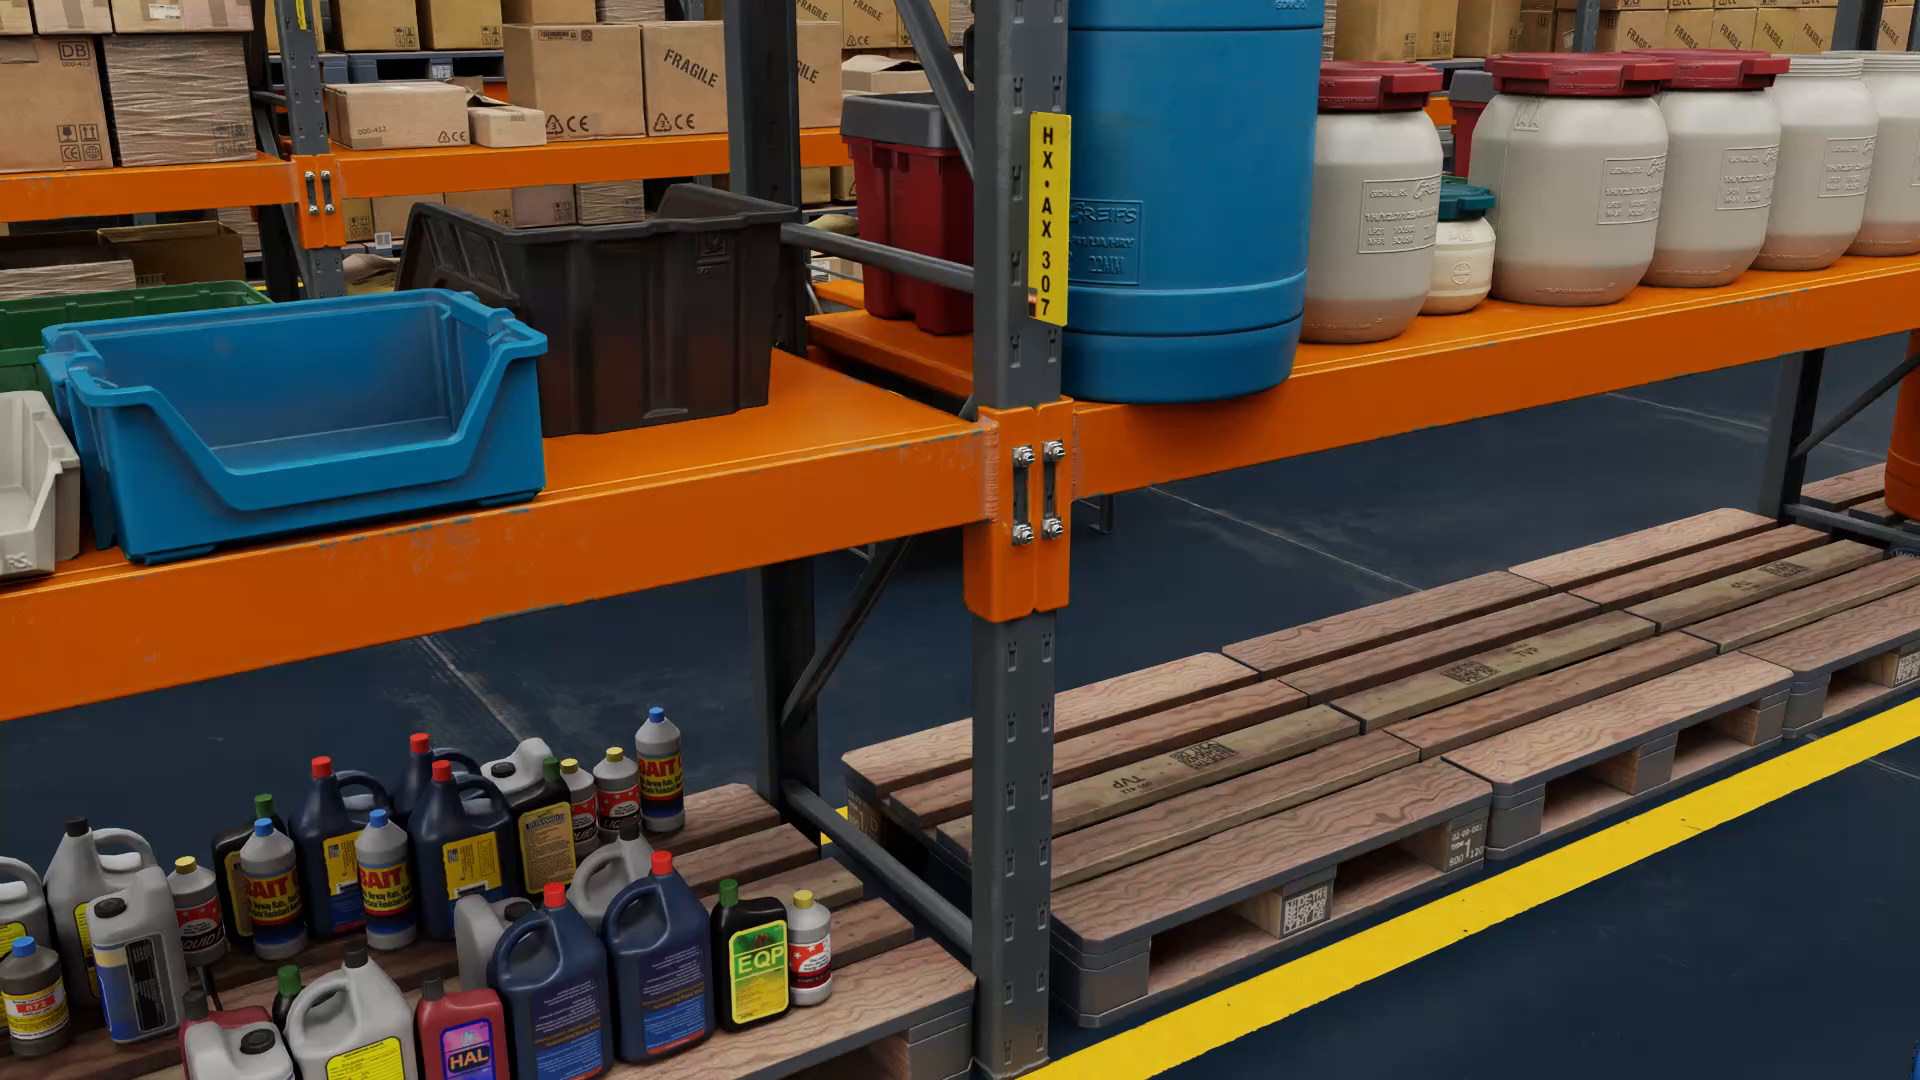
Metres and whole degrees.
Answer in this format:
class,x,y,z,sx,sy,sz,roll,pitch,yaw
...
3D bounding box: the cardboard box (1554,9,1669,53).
class,x,y,z,sx,sy,sz,roll,pitch,yaw
cardboard box,4.383,-3.323,11.235,0.500,0.500,0.500,-11,22,-30

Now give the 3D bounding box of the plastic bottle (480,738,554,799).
class,x,y,z,sx,sy,sz,roll,pitch,yaw
plastic bottle,-0.915,0.561,3.468,0.135,0.276,0.152,-11,22,-29

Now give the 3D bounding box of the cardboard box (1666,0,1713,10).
class,x,y,z,sx,sy,sz,roll,pitch,yaw
cardboard box,4.786,-3.879,11.317,0.500,0.500,0.500,-13,22,-33

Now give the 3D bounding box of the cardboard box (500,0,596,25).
class,x,y,z,sx,sy,sz,roll,pitch,yaw
cardboard box,-3.100,-3.943,12.382,0.500,0.500,0.700,-14,23,-36

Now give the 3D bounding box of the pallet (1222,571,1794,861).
class,x,y,z,sx,sy,sz,roll,pitch,yaw
pallet,1.501,0.432,4.638,1.213,0.211,1.003,-12,22,-31

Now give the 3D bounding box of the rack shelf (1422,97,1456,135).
class,x,y,z,sx,sy,sz,roll,pitch,yaw
rack shelf,2.137,-2.566,10.274,4.000,0.370,1.077,-12,22,-31

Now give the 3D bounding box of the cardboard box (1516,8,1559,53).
class,x,y,z,sx,sy,sz,roll,pitch,yaw
cardboard box,4.083,-3.463,11.648,0.500,0.500,0.500,-11,22,-31

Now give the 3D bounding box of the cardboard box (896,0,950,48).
class,x,y,z,sx,sy,sz,roll,pitch,yaw
cardboard box,-0.427,-4.364,13.819,0.500,0.500,0.500,-11,22,-30

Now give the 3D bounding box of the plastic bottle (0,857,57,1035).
class,x,y,z,sx,sy,sz,roll,pitch,yaw
plastic bottle,-1.724,0.694,2.957,0.185,0.351,0.144,-11,22,-29

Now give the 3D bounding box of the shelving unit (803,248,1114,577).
class,x,y,z,sx,sy,sz,roll,pitch,yaw
shelving unit,0.006,-0.534,6.068,1.048,1.125,0.538,-12,22,-31

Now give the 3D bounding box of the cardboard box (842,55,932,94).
class,x,y,z,sx,sy,sz,roll,pitch,yaw
cardboard box,-0.387,-2.406,8.818,0.500,0.311,0.500,-12,22,-32

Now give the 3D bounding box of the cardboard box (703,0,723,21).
class,x,y,z,sx,sy,sz,roll,pitch,yaw
cardboard box,-1.715,-4.094,13.018,0.500,0.500,0.500,-11,22,-30

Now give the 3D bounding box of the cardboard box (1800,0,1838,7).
class,x,y,z,sx,sy,sz,roll,pitch,yaw
cardboard box,6.075,-4.151,12.122,0.500,0.500,0.500,-11,22,-30

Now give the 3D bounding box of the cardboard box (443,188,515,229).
class,x,y,z,sx,sy,sz,roll,pitch,yaw
cardboard box,-3.727,-2.607,12.490,0.500,0.500,0.700,-12,22,-32

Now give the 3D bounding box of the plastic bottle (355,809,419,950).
class,x,y,z,sx,sy,sz,roll,pitch,yaw
plastic bottle,-1.110,0.649,3.215,0.097,0.271,0.097,0,19,0

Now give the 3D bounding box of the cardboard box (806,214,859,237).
class,x,y,z,sx,sy,sz,roll,pitch,yaw
cardboard box,-0.567,-1.608,9.079,0.500,0.311,0.500,-13,22,-33

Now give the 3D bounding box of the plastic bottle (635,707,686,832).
class,x,y,z,sx,sy,sz,roll,pitch,yaw
plastic bottle,-0.660,0.499,3.659,0.097,0.271,0.097,0,19,0

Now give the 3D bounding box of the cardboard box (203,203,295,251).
class,x,y,z,sx,sy,sz,roll,pitch,yaw
cardboard box,-4.996,-2.333,11.677,0.500,0.500,0.700,-11,22,-30

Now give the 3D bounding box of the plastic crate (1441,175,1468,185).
class,x,y,z,sx,sy,sz,roll,pitch,yaw
plastic crate,1.146,-0.806,4.276,0.662,0.188,0.450,-12,22,-31

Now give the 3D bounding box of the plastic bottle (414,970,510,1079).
class,x,y,z,sx,sy,sz,roll,pitch,yaw
plastic bottle,-0.806,0.818,2.695,0.133,0.283,0.061,-10,21,-28

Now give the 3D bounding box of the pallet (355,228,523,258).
class,x,y,z,sx,sy,sz,roll,pitch,yaw
pallet,-3.933,-2.207,12.443,1.213,0.211,1.003,-12,22,-31

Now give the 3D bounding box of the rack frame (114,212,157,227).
class,x,y,z,sx,sy,sz,roll,pitch,yaw
rack frame,-5.602,-3.174,10.950,0.127,3.000,1.000,-12,22,-31

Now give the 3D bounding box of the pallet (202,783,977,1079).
class,x,y,z,sx,sy,sz,roll,pitch,yaw
pallet,-0.737,0.904,3.242,1.213,0.211,1.003,-12,22,-31

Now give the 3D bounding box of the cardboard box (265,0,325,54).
class,x,y,z,sx,sy,sz,roll,pitch,yaw
cardboard box,-4.687,-3.607,11.387,0.500,0.500,0.700,-9,21,-26

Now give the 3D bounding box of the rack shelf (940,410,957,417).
class,x,y,z,sx,sy,sz,roll,pitch,yaw
rack shelf,0.006,-0.302,6.146,1.000,0.278,0.538,-12,22,-31

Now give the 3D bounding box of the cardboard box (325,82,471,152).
class,x,y,z,sx,sy,sz,roll,pitch,yaw
cardboard box,-2.487,-1.877,7.348,0.500,0.250,0.500,-10,21,-28

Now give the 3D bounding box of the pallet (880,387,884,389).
class,x,y,z,sx,sy,sz,roll,pitch,yaw
pallet,-0.243,-1.099,9.165,1.213,0.211,1.003,-12,22,-31

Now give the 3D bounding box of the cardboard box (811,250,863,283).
class,x,y,z,sx,sy,sz,roll,pitch,yaw
cardboard box,-0.689,-1.377,8.396,0.500,0.311,0.500,-12,22,-32

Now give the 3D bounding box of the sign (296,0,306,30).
class,x,y,z,sx,sy,sz,roll,pitch,yaw
sign,-2.568,-2.149,6.443,0.005,0.325,0.100,-12,22,-31

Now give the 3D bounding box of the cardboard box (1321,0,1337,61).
class,x,y,z,sx,sy,sz,roll,pitch,yaw
cardboard box,1.799,-3.052,9.776,0.500,0.500,0.700,-8,20,-21

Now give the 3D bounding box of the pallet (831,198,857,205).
class,x,y,z,sx,sy,sz,roll,pitch,yaw
pallet,-0.543,-2.890,14.464,1.213,0.211,1.003,-12,22,-31

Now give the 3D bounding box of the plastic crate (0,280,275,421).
class,x,y,z,sx,sy,sz,roll,pitch,yaw
plastic crate,-1.442,-0.260,2.662,0.662,0.188,0.450,-12,22,-31

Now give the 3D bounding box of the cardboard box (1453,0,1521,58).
class,x,y,z,sx,sy,sz,roll,pitch,yaw
cardboard box,3.288,-3.482,11.048,0.700,0.500,0.500,14,23,35

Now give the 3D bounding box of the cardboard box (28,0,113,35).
class,x,y,z,sx,sy,sz,roll,pitch,yaw
cardboard box,-3.409,-2.009,6.336,0.250,0.149,0.380,-13,22,-33

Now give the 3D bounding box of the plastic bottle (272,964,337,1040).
class,x,y,z,sx,sy,sz,roll,pitch,yaw
plastic bottle,-1.040,0.812,2.712,0.133,0.283,0.061,-12,22,-31

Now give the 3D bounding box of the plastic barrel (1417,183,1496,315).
class,x,y,z,sx,sy,sz,roll,pitch,yaw
plastic barrel,1.037,-0.651,3.702,0.301,0.262,0.301,0,19,0

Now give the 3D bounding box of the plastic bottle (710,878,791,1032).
class,x,y,z,sx,sy,sz,roll,pitch,yaw
plastic bottle,-0.374,0.727,2.965,0.133,0.283,0.061,-11,21,-29

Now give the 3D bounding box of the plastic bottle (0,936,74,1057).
class,x,y,z,sx,sy,sz,roll,pitch,yaw
plastic bottle,-1.621,0.790,2.908,0.097,0.201,0.097,0,19,0

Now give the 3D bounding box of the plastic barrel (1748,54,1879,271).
class,x,y,z,sx,sy,sz,roll,pitch,yaw
plastic barrel,2.094,-0.969,4.254,0.421,0.512,0.421,0,19,0

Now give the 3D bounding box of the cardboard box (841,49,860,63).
class,x,y,z,sx,sy,sz,roll,pitch,yaw
cardboard box,-1.021,-3.957,13.626,0.250,0.149,0.380,-11,22,-30

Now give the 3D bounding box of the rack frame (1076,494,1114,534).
class,x,y,z,sx,sy,sz,roll,pitch,yaw
rack frame,0.430,-0.624,6.333,0.032,1.125,0.500,-12,22,-31

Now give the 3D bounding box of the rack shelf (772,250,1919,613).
class,x,y,z,sx,sy,sz,roll,pitch,yaw
rack shelf,1.517,-0.536,4.269,4.000,0.370,1.077,-12,22,-31

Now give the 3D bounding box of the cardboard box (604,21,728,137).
class,x,y,z,sx,sy,sz,roll,pitch,yaw
cardboard box,-1.366,-2.209,7.939,0.500,0.500,0.500,-12,22,-31

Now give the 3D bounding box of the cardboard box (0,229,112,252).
class,x,y,z,sx,sy,sz,roll,pitch,yaw
cardboard box,-3.847,-1.013,7.025,0.500,0.500,0.500,-12,22,-31

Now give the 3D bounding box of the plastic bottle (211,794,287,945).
class,x,y,z,sx,sy,sz,roll,pitch,yaw
plastic bottle,-1.374,0.637,3.233,0.133,0.283,0.061,-11,21,-29

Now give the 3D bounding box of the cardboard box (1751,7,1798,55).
class,x,y,z,sx,sy,sz,roll,pitch,yaw
cardboard box,5.651,-3.592,12.029,0.500,0.500,0.500,-12,22,-32

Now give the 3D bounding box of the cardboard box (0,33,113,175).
class,x,y,z,sx,sy,sz,roll,pitch,yaw
cardboard box,-3.678,-1.723,6.501,0.500,0.500,0.700,-12,22,-32

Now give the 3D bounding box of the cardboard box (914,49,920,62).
class,x,y,z,sx,sy,sz,roll,pitch,yaw
cardboard box,-0.360,-4.083,13.999,0.250,0.149,0.380,-11,22,-30

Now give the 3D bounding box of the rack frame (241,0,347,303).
class,x,y,z,sx,sy,sz,roll,pitch,yaw
rack frame,-2.874,-1.850,7.033,0.127,3.000,1.000,-12,22,-31

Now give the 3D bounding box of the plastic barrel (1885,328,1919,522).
class,x,y,z,sx,sy,sz,roll,pitch,yaw
plastic barrel,3.587,-0.490,5.745,0.708,0.830,0.600,-12,22,-31
